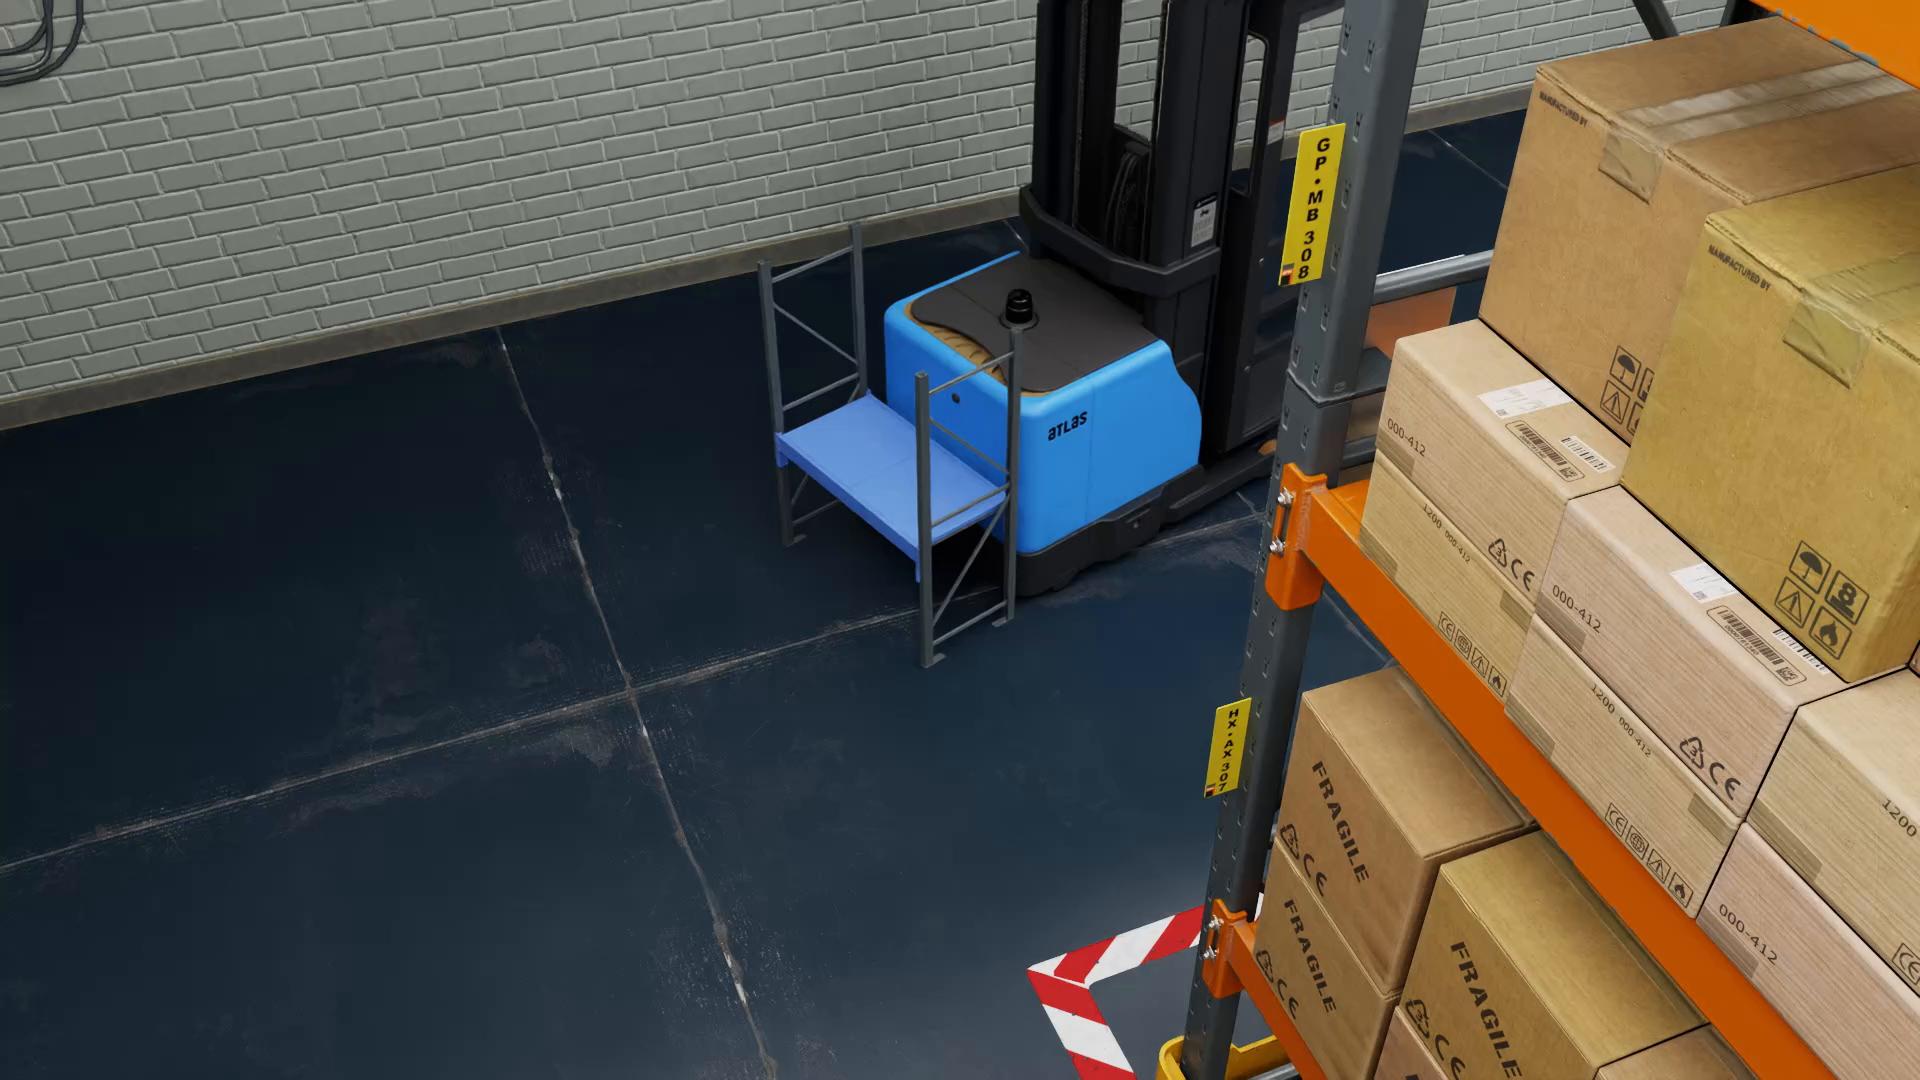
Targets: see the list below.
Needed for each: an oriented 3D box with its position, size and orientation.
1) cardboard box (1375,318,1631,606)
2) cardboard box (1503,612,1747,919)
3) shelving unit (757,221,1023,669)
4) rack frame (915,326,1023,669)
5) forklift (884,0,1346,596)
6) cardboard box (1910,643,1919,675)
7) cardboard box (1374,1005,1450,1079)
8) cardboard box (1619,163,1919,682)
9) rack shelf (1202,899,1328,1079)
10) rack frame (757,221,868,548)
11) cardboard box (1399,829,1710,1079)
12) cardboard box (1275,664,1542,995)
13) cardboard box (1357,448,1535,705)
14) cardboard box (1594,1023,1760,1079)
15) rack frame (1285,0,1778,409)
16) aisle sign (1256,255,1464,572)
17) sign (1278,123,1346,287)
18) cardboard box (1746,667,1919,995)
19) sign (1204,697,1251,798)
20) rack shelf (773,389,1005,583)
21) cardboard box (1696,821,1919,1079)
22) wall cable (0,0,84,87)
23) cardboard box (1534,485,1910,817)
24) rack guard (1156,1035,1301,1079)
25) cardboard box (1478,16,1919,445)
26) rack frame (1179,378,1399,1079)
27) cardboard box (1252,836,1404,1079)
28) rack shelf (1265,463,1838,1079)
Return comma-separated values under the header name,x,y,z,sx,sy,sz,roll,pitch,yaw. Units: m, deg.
name,x,y,z,sx,sy,sz,roll,pitch,yaw
cardboard box,1.120,-0.187,3.017,0.500,0.250,0.500,-15,43,-17
cardboard box,1.305,0.305,2.828,0.500,0.250,0.500,-15,43,-17
shelving unit,-0.288,-0.388,6.970,0.538,1.500,1.048,-28,48,-29
rack frame,0.036,-0.133,6.673,0.500,1.500,0.032,-28,48,-29
forklift,1.118,-1.667,7.359,3.031,2.935,1.130,-28,48,-28
cardboard box,1.779,0.056,2.159,0.700,0.500,0.500,-15,43,-17
cardboard box,1.292,1.313,3.765,0.500,0.500,0.500,-16,43,-17
cardboard box,1.489,-0.219,2.478,0.700,0.500,0.500,-15,43,-17
rack shelf,1.929,2.186,3.378,1.077,0.370,4.000,-15,43,-17
rack frame,-0.612,-0.644,7.267,0.500,1.500,0.032,-28,48,-29
cardboard box,1.297,0.937,3.435,0.500,0.500,0.500,-15,43,-16
cardboard box,1.090,0.624,3.799,0.500,0.500,0.500,-14,43,-16
cardboard box,1.126,0.001,3.182,0.500,0.250,0.500,-15,43,-17
cardboard box,1.484,1.240,3.083,0.500,0.500,0.500,-15,43,-16
rack frame,1.164,-1.567,2.589,1.000,3.000,0.127,-15,43,-17
aisle sign,0.867,-0.245,3.660,0.394,0.787,0.004,-15,43,-17
sign,0.663,-0.625,3.124,0.100,0.325,0.005,-15,43,-17
cardboard box,1.502,0.415,2.316,0.500,0.250,0.500,-15,43,-17
sign,0.663,0.515,4.105,0.100,0.325,0.005,-15,43,-17
rack shelf,-0.288,-0.252,7.087,0.538,0.185,1.000,-28,48,-29
cardboard box,1.498,0.606,2.478,0.500,0.250,0.500,-15,43,-17
wall cable,-5.245,-2.647,6.227,3.097,2.526,0.112,-15,43,-17
cardboard box,1.305,0.115,2.665,0.500,0.250,0.500,-15,43,-17
rack guard,1.193,1.702,5.306,1.175,0.500,0.348,-15,43,-17
cardboard box,1.376,-0.541,2.853,0.700,0.500,0.500,-15,43,-17
rack frame,1.164,0.708,4.545,1.000,3.000,0.127,-15,43,-17
cardboard box,1.090,1.003,4.125,0.500,0.500,0.500,-14,43,-16
rack shelf,1.929,1.048,2.400,1.077,0.370,4.000,-15,43,-17
